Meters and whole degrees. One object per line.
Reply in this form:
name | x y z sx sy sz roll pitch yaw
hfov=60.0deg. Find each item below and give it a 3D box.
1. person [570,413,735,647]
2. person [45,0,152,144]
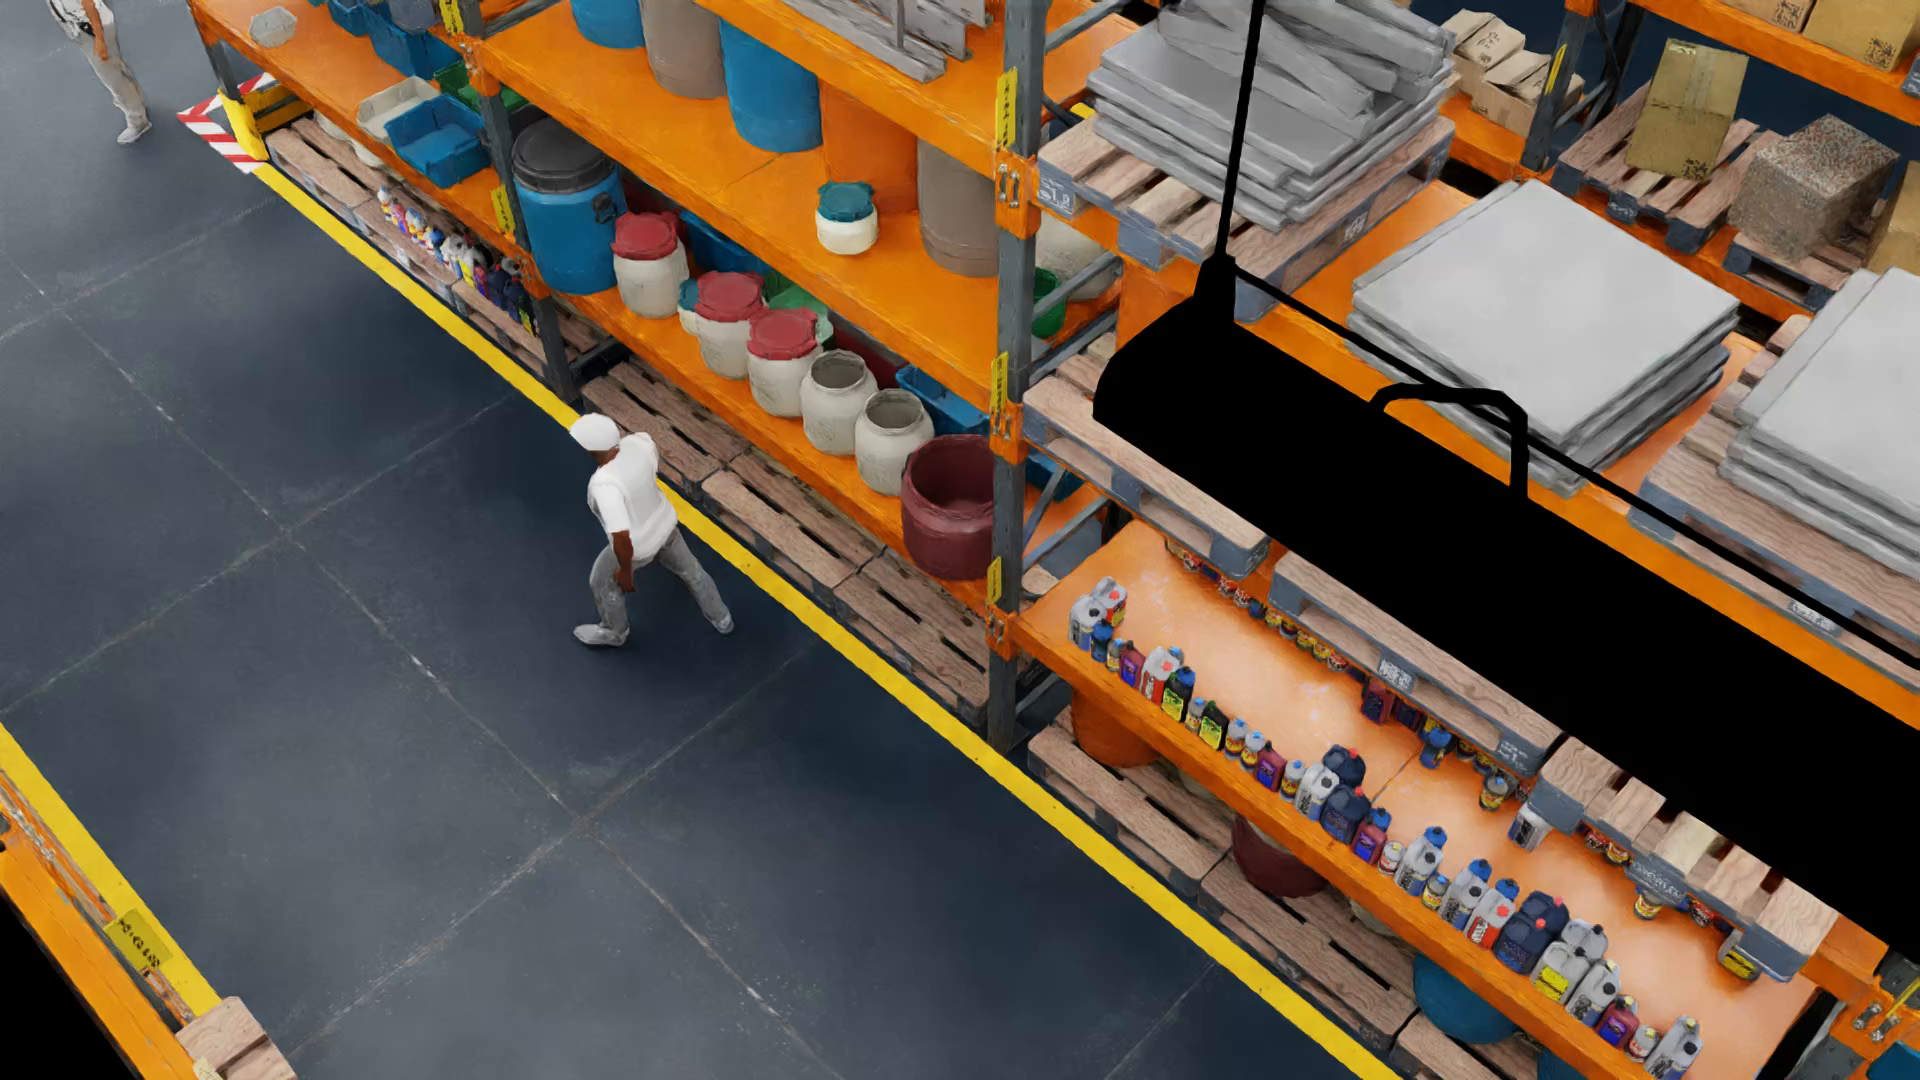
person | -1.783 -0.039 9.311 0.840 1.705 0.699 21 53 17
person | -6.553 -3.848 12.514 0.386 1.671 0.659 -31 57 -23
